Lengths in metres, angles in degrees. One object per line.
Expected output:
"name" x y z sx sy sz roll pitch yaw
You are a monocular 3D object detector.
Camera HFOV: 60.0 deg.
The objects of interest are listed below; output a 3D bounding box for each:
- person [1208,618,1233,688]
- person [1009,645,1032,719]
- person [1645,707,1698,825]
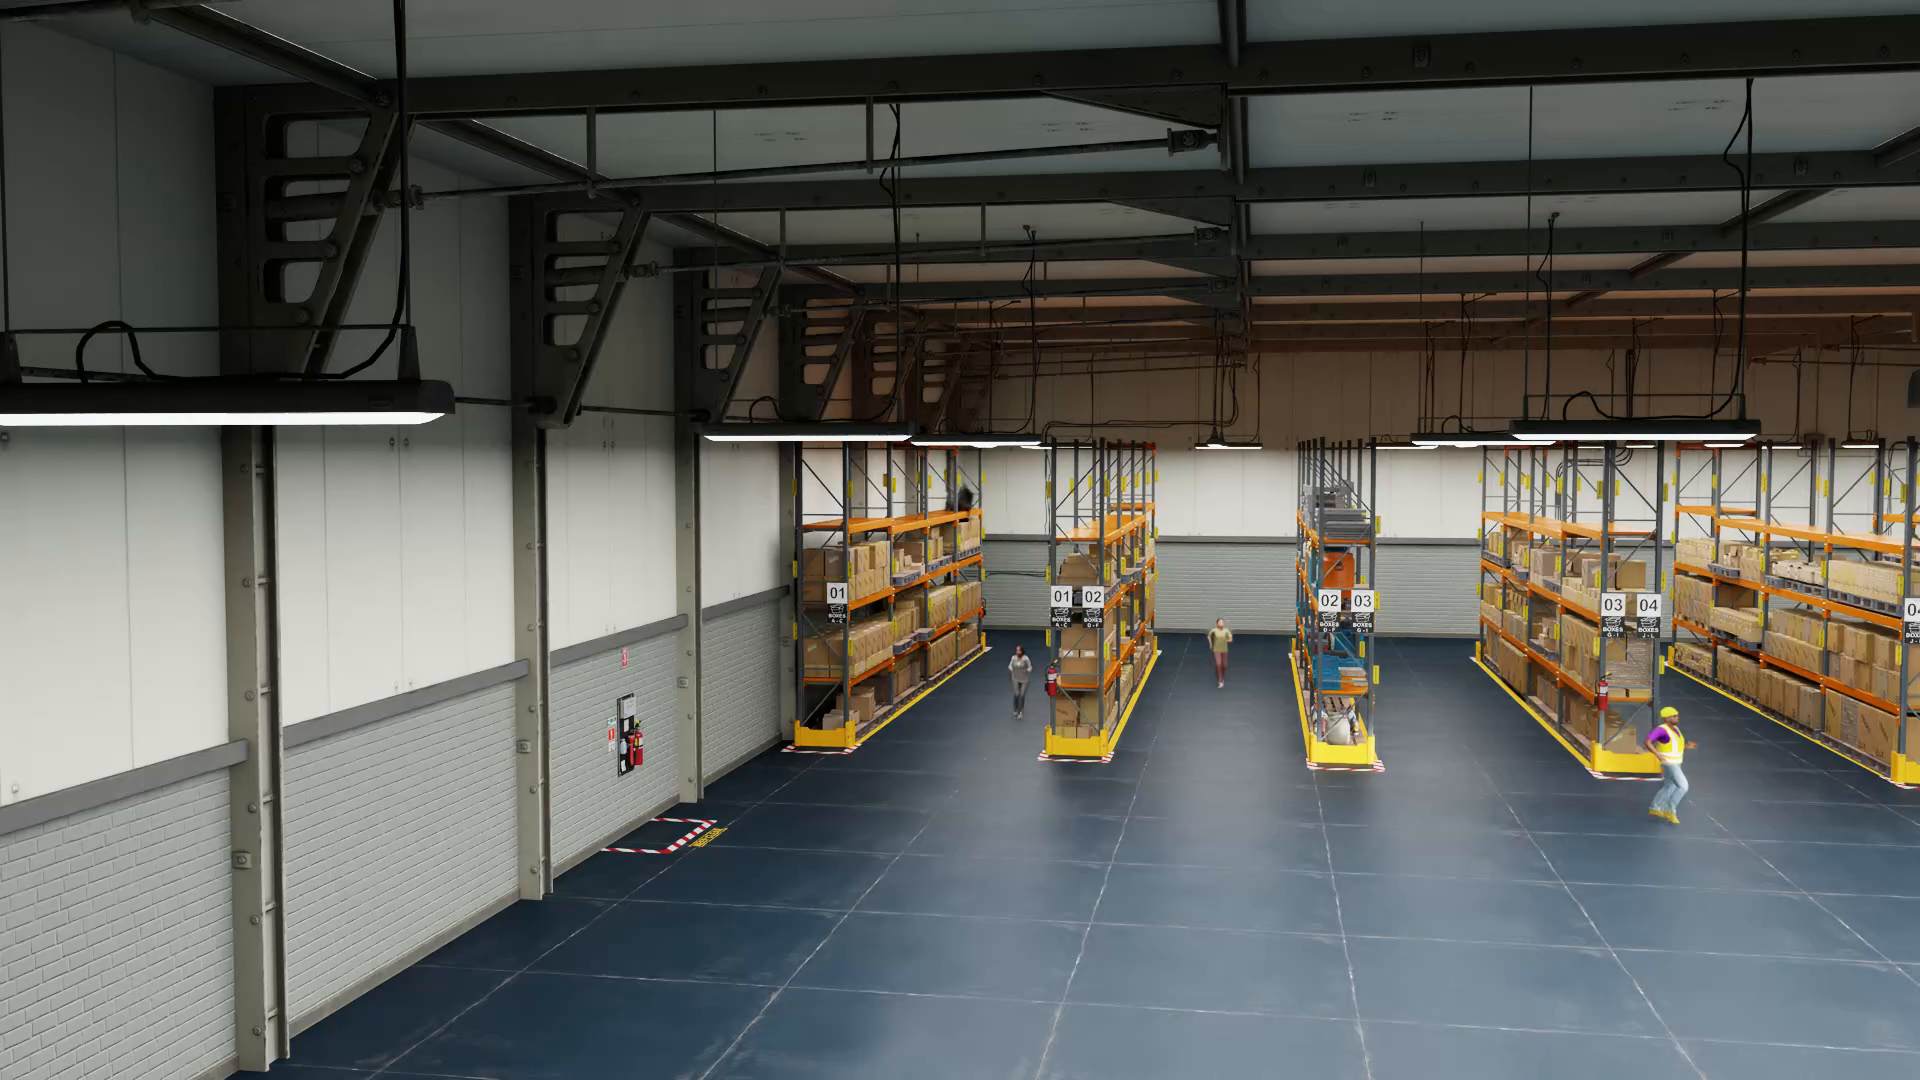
"person" 6.360 2.719 40.542 0.575 1.652 0.970 0 3 -2
"person" 1.291 3.058 35.605 0.510 1.569 0.646 0 3 7
"person" 11.002 3.486 25.691 0.696 1.809 0.674 3 4 40
